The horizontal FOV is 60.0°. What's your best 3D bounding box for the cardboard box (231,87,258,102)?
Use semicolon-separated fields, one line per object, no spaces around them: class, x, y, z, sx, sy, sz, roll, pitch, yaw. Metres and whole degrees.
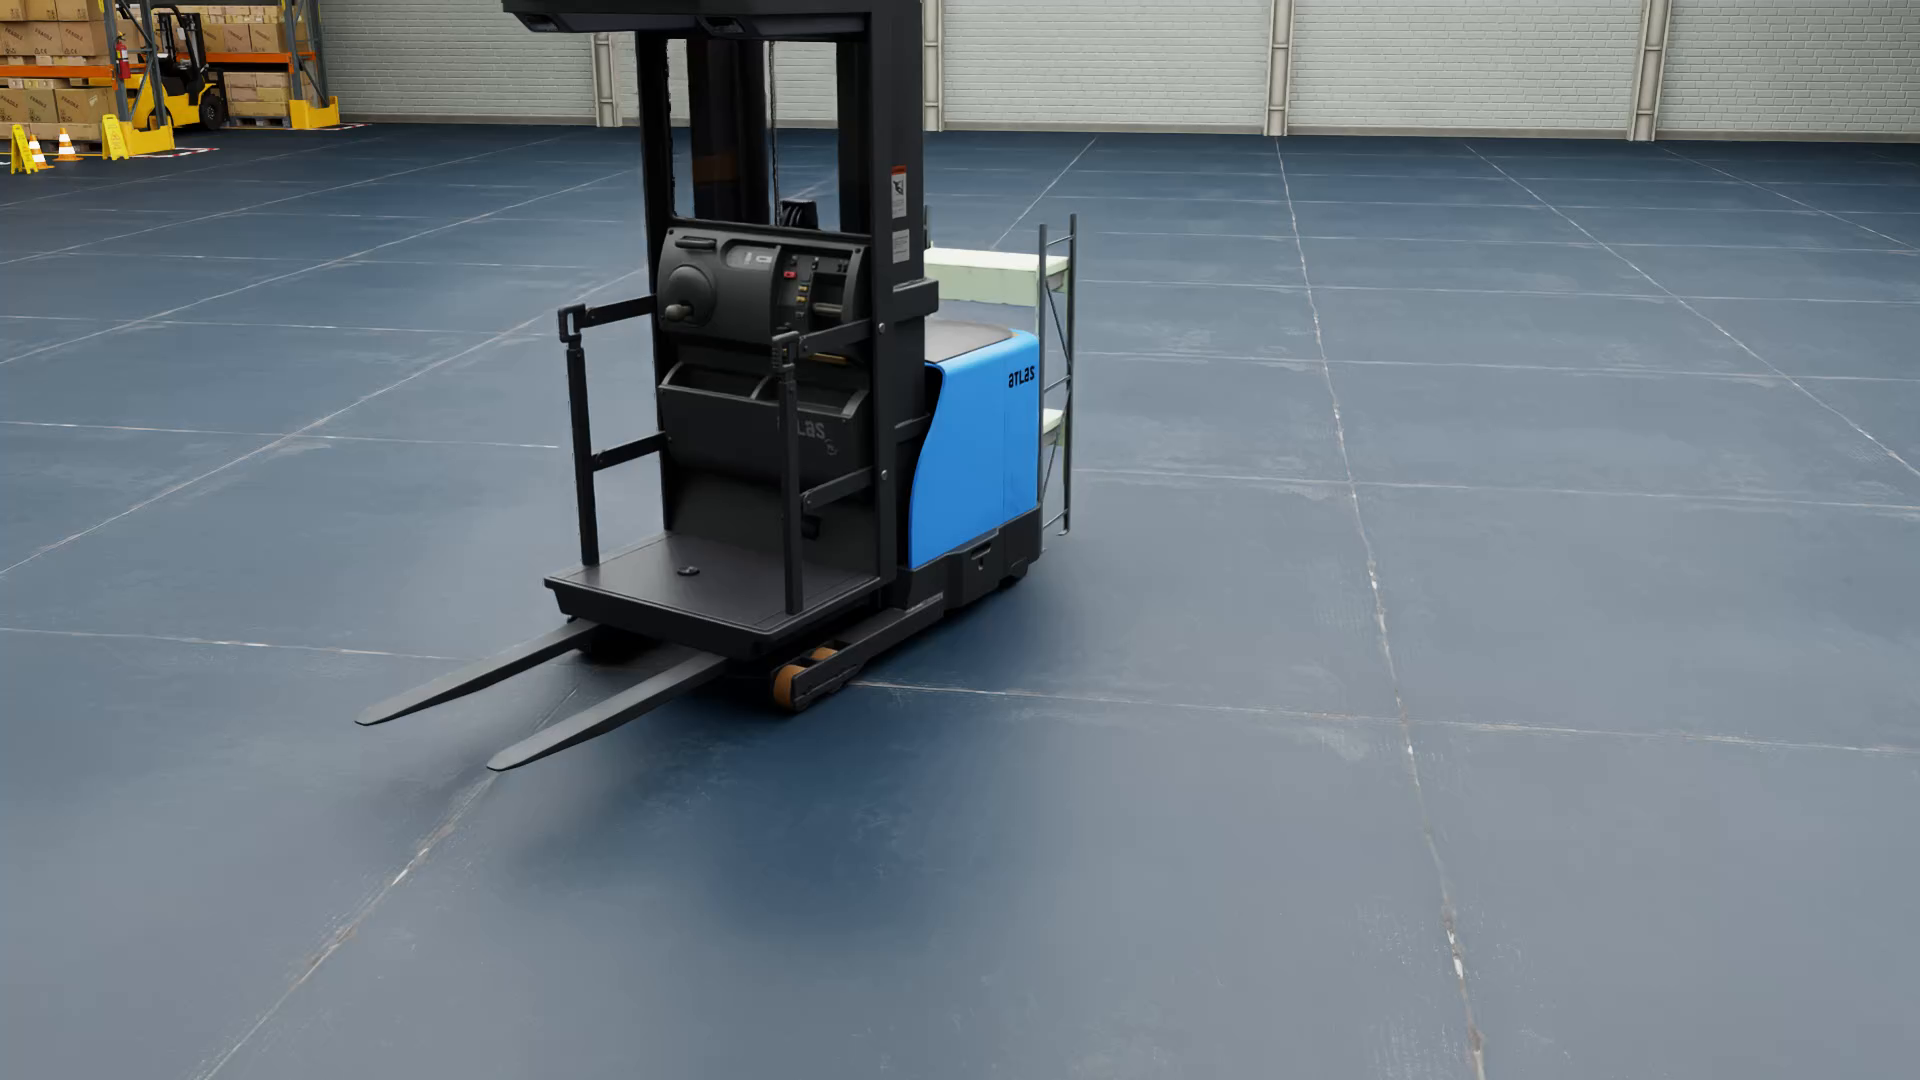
cardboard box;-12.821;-8.080;30.107;0.500;0.250;0.500;3;19;8

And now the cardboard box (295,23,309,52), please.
cardboard box;-12.242;-9.151;30.269;0.500;0.500;0.500;4;19;10

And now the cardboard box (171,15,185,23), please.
cardboard box;-13.950;-9.366;29.888;0.250;0.149;0.380;3;19;8

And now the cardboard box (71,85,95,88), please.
cardboard box;-13.874;-6.841;26.011;0.500;0.500;0.500;2;19;7

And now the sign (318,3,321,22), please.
sign;-11.703;-9.614;30.319;0.005;0.325;0.100;3;19;9

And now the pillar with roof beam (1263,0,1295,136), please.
pillar with roof beam;4.748;-9.900;23.209;0.400;9.000;9.100;3;19;9

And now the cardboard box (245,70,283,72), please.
cardboard box;-12.735;-8.469;30.483;0.500;0.250;0.500;3;19;9

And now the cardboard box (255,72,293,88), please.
cardboard box;-12.301;-8.287;29.939;0.500;0.250;0.500;4;19;10

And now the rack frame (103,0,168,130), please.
rack frame;-12.581;-7.437;25.302;0.127;3.000;1.000;3;19;9

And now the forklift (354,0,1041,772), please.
forklift;-0.862;-0.944;6.007;1.130;2.935;3.031;11;22;31

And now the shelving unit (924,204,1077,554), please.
shelving unit;0.101;-0.749;7.677;0.755;1.500;0.431;8;20;23

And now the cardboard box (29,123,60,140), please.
cardboard box;-13.932;-6.317;25.627;0.500;0.250;0.500;3;19;9

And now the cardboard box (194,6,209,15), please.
cardboard box;-13.460;-9.473;29.739;0.250;0.149;0.380;3;19;10

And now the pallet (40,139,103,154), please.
pallet;-13.452;-6.170;25.911;1.213;0.211;1.003;3;19;9

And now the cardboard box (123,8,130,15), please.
cardboard box;-14.953;-9.586;30.076;0.250;0.149;0.380;3;19;8

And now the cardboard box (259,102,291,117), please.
cardboard box;-12.311;-7.812;30.095;0.500;0.250;0.500;3;19;9

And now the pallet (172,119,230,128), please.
pallet;-13.760;-7.757;30.654;1.213;0.211;1.003;3;19;9

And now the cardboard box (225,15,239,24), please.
cardboard box;-12.930;-9.329;29.776;0.250;0.149;0.380;3;19;8

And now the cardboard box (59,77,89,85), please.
cardboard box;-16.263;-8.289;30.930;0.625;0.625;0.875;4;19;11

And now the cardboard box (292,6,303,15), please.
cardboard box;-12.095;-9.572;30.035;0.250;0.149;0.380;3;19;8

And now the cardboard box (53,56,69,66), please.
cardboard box;-13.501;-7.267;25.191;0.250;0.149;0.380;3;19;8

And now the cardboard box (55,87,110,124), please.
cardboard box;-13.413;-6.646;25.429;0.500;0.500;0.500;3;19;9

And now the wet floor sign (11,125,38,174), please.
wet floor sign;-12.923;-5.383;22.875;0.232;0.644;0.267;0;19;-1

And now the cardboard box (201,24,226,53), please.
cardboard box;-13.341;-9.037;29.926;0.500;0.500;0.500;3;19;8

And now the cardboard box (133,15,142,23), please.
cardboard box;-14.724;-9.397;29.982;0.250;0.149;0.380;3;19;10

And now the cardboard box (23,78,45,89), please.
cardboard box;-14.034;-6.965;25.360;0.250;0.149;0.380;3;19;10

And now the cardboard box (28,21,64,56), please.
cardboard box;-13.654;-7.593;25.143;0.500;0.500;0.500;3;19;9

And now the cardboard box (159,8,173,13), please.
cardboard box;-14.194;-9.541;29.941;0.250;0.149;0.380;3;19;8

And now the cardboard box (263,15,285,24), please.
cardboard box;-12.184;-9.277;29.621;0.250;0.149;0.380;3;19;9

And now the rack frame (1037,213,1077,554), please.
rack frame;0.433;-0.700;7.531;0.023;1.500;0.400;8;20;23

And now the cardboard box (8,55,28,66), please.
cardboard box;-14.258;-7.312;25.325;0.250;0.149;0.380;3;19;8

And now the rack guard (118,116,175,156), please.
rack guard;-12.656;-6.255;25.710;0.348;0.500;1.175;3;19;9

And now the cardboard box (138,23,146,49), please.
cardboard box;-14.833;-9.116;30.162;0.500;0.500;0.500;3;19;10

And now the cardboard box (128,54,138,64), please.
cardboard box;-12.883;-7.400;25.587;0.250;0.149;0.380;3;19;9

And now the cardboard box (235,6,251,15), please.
cardboard box;-12.695;-9.448;29.663;0.250;0.149;0.380;3;19;10

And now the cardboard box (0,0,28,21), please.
cardboard box;-14.138;-8.078;25.017;0.500;0.500;0.700;3;19;8

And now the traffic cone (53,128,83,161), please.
traffic cone;-13.210;-5.851;24.562;0.334;0.463;0.336;3;19;9

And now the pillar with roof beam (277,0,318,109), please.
pillar with roof beam;-13.024;-10.806;25.916;0.400;9.000;9.100;3;19;9
